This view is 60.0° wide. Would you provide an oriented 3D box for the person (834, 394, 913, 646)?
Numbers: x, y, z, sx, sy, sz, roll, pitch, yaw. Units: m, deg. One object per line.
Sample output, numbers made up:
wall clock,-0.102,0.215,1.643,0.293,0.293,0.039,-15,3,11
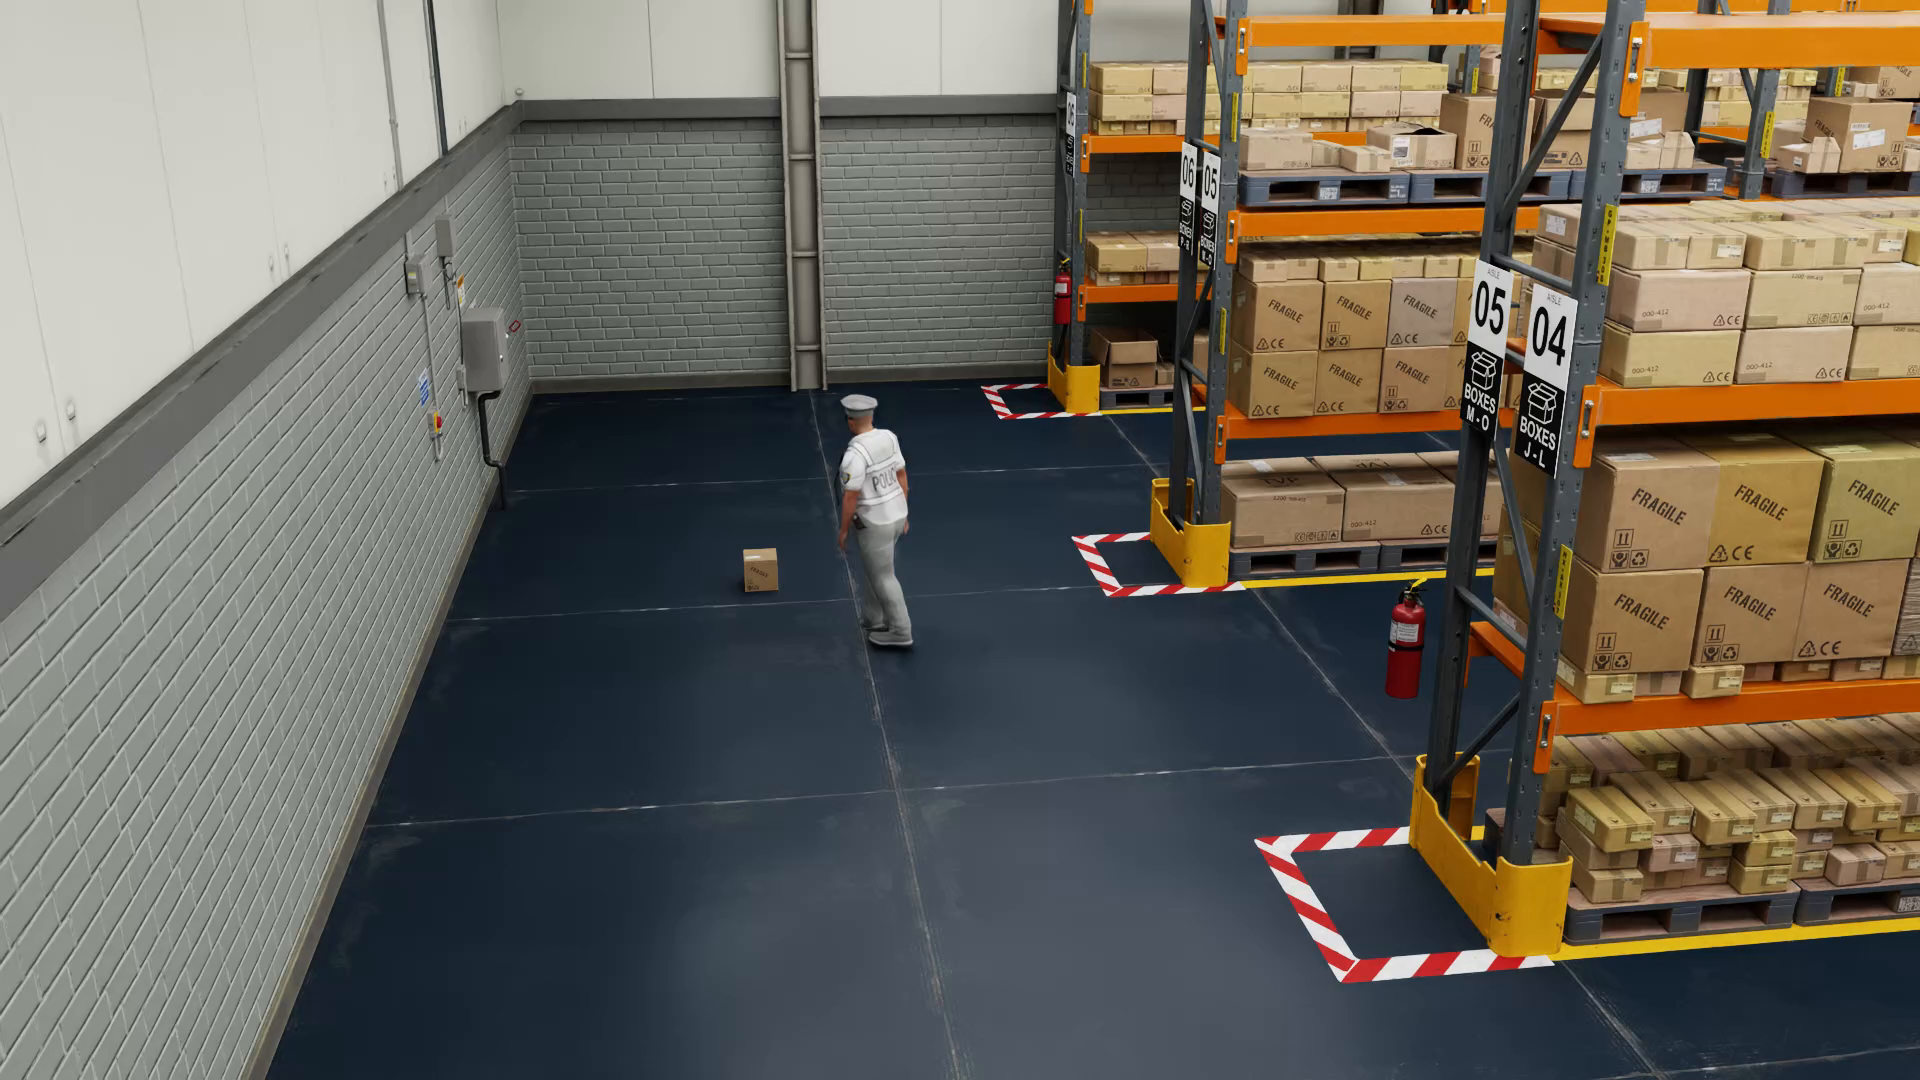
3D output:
person,-0.572,-0.097,11.394,0.597,1.798,0.574,9,22,24
